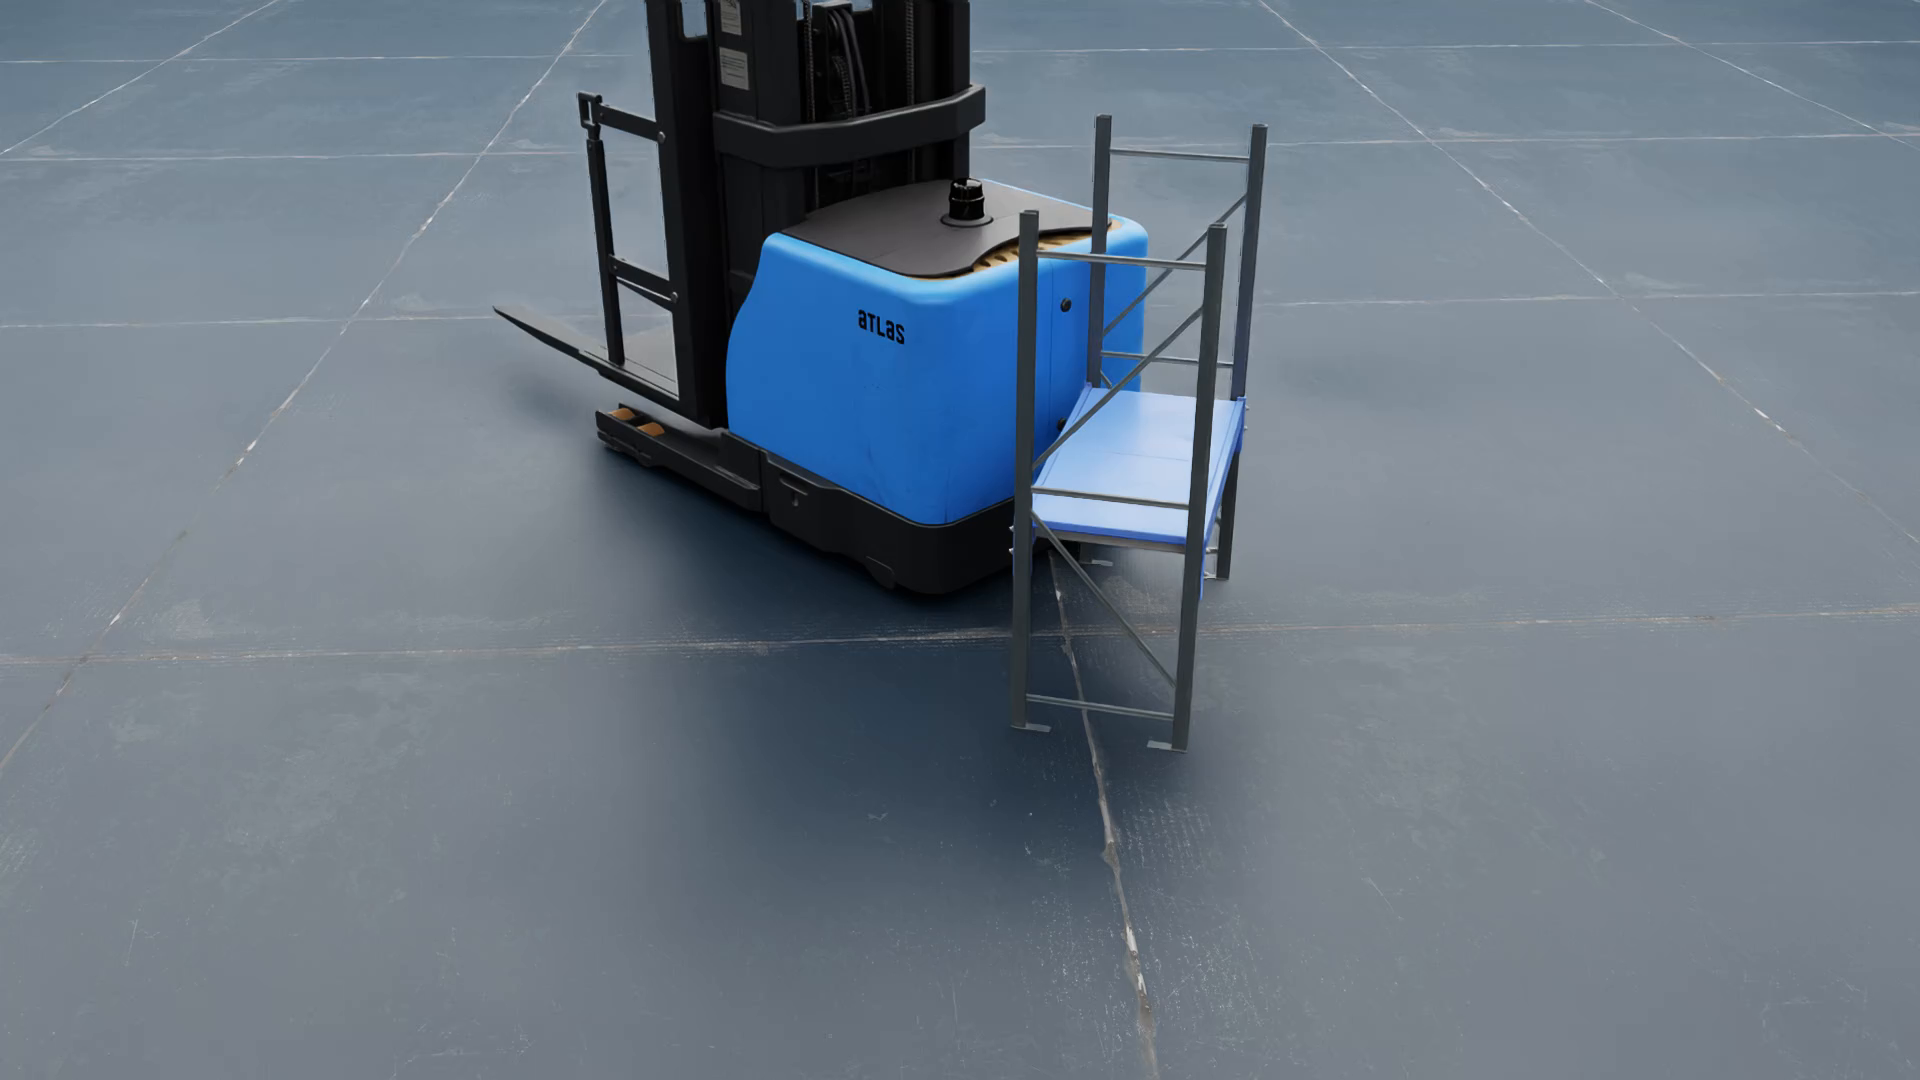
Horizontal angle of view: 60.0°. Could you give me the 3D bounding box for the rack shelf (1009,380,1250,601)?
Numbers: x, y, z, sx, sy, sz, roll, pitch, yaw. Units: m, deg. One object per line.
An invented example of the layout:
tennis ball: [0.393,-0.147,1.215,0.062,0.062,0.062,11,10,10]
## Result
rack shelf: [0.518,-0.174,4.850,0.538,0.185,1.000,7,28,13]

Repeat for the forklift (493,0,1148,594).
forklift: [-0.748,-1.718,5.874,1.130,2.935,3.031,-24,36,-38]

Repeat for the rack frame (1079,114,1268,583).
rack frame: [0.647,-0.561,5.203,0.500,1.500,0.032,7,28,13]

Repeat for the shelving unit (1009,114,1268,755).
shelving unit: [0.518,-0.333,4.767,0.538,1.500,1.048,7,28,13]

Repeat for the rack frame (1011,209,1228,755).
rack frame: [0.389,-0.106,4.331,0.500,1.500,0.032,7,28,13]
